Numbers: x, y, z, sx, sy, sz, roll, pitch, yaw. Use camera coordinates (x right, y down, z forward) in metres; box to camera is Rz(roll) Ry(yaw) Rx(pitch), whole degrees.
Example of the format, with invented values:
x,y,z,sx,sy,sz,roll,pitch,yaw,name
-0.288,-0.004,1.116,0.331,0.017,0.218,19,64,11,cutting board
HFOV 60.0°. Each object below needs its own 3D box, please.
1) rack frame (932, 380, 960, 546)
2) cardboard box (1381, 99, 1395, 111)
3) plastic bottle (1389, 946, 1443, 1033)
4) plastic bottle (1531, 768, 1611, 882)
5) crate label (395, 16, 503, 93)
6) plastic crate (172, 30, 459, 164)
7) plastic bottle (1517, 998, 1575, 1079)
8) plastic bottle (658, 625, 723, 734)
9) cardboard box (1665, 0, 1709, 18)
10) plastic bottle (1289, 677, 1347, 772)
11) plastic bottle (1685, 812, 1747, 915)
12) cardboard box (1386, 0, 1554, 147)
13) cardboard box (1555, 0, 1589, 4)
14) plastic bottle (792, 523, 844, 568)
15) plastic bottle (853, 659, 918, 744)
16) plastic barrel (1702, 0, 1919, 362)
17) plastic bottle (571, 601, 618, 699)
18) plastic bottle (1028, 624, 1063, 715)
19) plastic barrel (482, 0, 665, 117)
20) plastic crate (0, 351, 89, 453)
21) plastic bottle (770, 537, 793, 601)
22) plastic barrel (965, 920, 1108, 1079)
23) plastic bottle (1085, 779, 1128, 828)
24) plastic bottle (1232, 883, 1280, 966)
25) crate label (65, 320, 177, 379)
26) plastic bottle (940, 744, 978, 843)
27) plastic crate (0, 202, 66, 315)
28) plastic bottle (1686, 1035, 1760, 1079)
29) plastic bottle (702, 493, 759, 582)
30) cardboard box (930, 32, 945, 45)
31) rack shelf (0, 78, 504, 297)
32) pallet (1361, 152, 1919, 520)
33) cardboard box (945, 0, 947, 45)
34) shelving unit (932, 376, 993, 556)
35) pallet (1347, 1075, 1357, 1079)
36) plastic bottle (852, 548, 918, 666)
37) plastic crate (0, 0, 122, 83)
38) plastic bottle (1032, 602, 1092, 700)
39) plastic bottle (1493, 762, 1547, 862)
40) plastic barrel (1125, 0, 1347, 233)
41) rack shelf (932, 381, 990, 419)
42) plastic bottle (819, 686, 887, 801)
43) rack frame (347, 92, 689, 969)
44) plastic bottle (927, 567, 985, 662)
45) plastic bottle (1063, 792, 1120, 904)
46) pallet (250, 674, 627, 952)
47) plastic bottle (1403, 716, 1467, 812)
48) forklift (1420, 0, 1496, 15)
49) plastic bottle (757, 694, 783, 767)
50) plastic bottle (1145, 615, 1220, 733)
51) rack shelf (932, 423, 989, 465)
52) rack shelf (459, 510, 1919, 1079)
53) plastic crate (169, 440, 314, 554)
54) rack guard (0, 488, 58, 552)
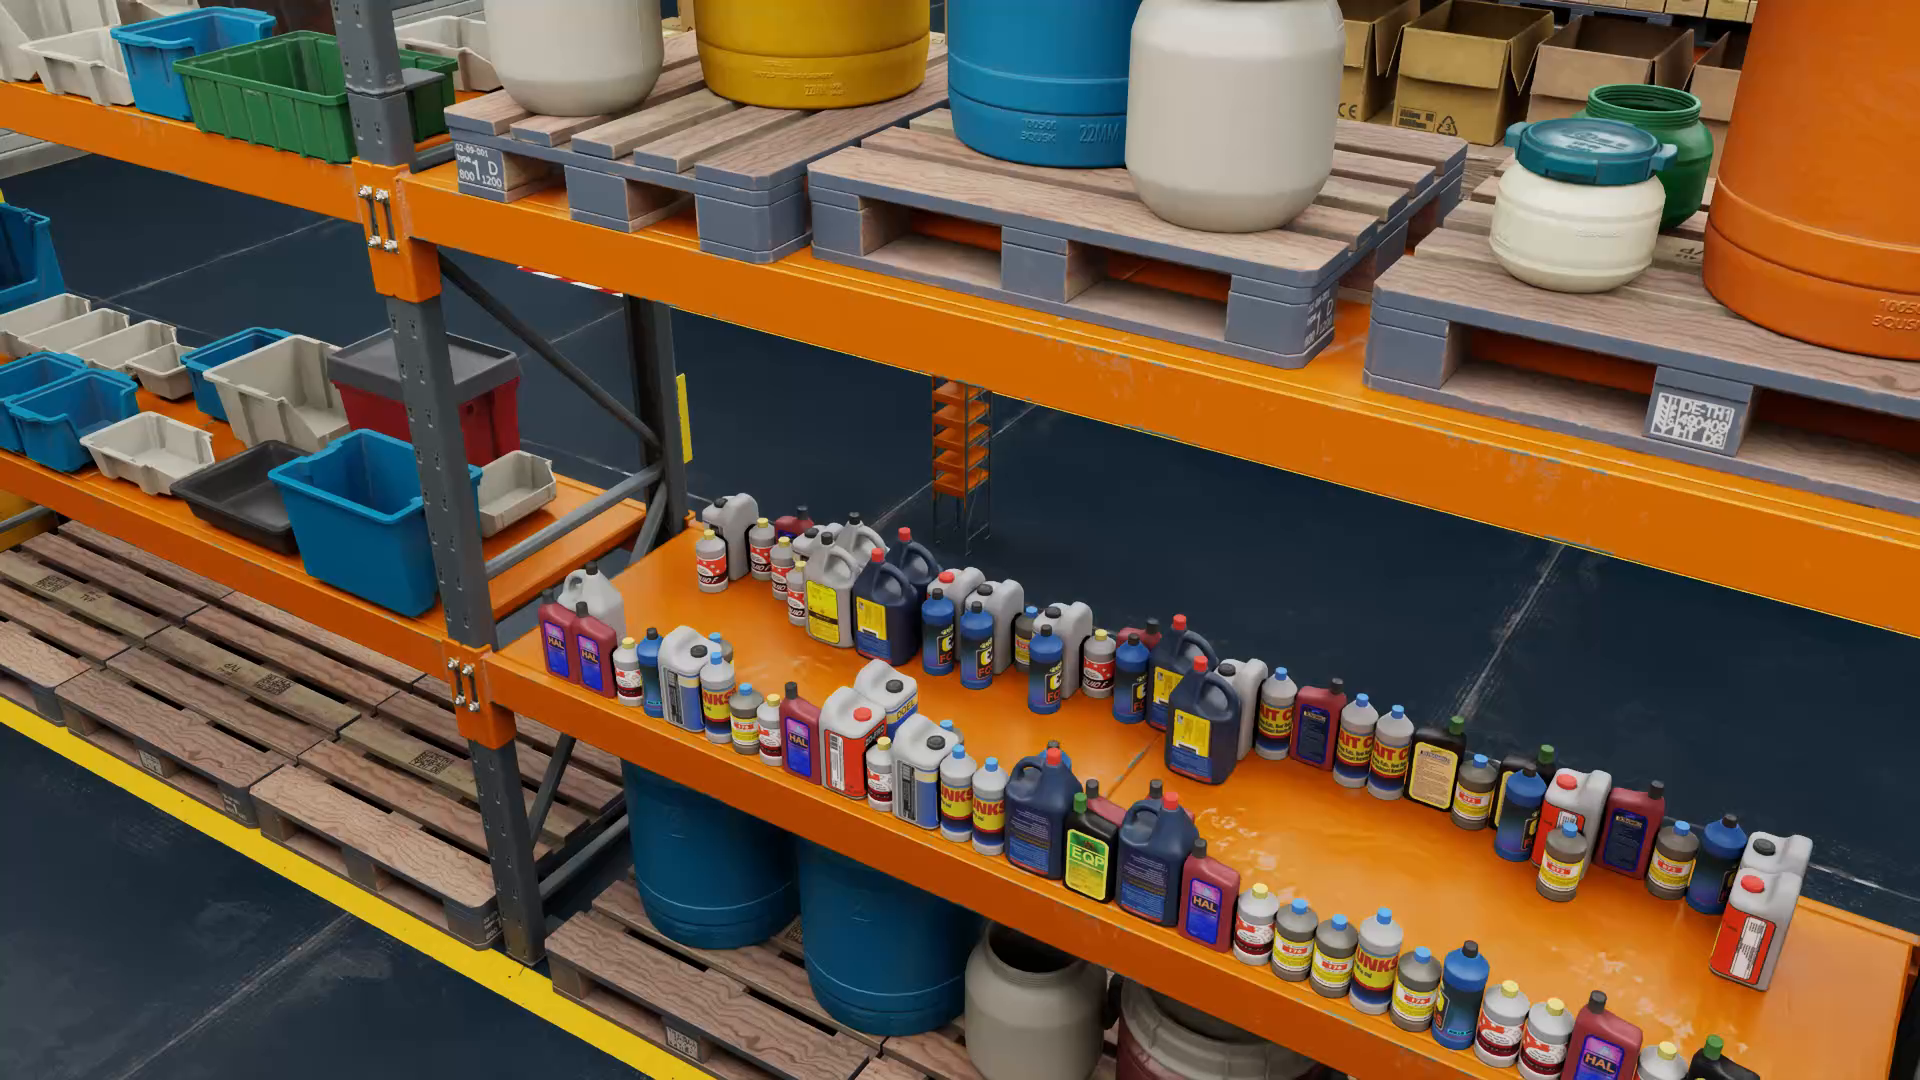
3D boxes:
x,y,z,sx,sy,sz,roll,pitch,yaw,name
-0.065,-0.539,7.983,0.006,1.200,0.240,18,35,27,rack frame
2.333,-2.062,8.709,0.500,0.500,0.500,19,35,29,cardboard box
1.031,1.003,3.751,0.097,0.201,0.097,0,30,0,plastic bottle
1.544,0.698,4.200,0.135,0.276,0.152,18,35,27,plastic bottle
-1.518,-1.485,5.104,0.466,0.136,0.293,18,35,27,crate label
-1.777,-1.238,4.628,0.662,0.188,0.450,18,35,27,plastic crate
1.278,1.081,3.617,0.097,0.201,0.097,0,30,0,plastic bottle
-0.758,0.389,4.730,0.135,0.276,0.152,18,35,27,plastic bottle
5.063,-3.748,11.530,0.250,0.149,0.380,16,34,25,cardboard box
0.982,0.490,4.549,0.133,0.283,0.061,18,35,27,plastic bottle
1.853,0.781,4.062,0.097,0.271,0.097,0,30,0,plastic bottle
2.497,-2.283,8.092,0.637,0.503,0.797,18,35,28,cardboard box
4.426,-3.952,11.880,0.250,0.149,0.380,18,35,28,cardboard box
-0.442,0.070,5.277,0.135,0.276,0.152,18,35,27,plastic bottle
-0.202,0.474,4.584,0.135,0.276,0.152,18,35,27,plastic bottle
1.652,-0.793,2.814,0.708,0.830,0.600,18,35,27,plastic barrel
-1.060,0.317,4.845,0.133,0.283,0.061,18,35,27,plastic bottle
0.245,0.363,4.778,0.097,0.271,0.097,0,30,0,plastic bottle
-0.945,-1.337,4.037,0.433,0.535,0.433,0,30,0,plastic barrel
-3.496,-0.515,6.263,0.300,0.233,0.416,18,35,27,plastic crate
-0.558,0.085,5.324,0.097,0.201,0.097,0,30,0,plastic bottle
0.225,1.376,4.967,0.421,0.512,0.421,0,30,0,plastic barrel
0.356,0.729,4.139,0.133,0.283,0.061,18,35,27,plastic bottle
0.701,0.899,3.930,0.097,0.201,0.097,0,30,0,plastic bottle
-3.371,-0.744,6.750,0.243,0.136,0.396,18,35,27,crate label
-0.003,0.646,4.294,0.097,0.271,0.097,0,30,0,plastic bottle
-4.262,-1.152,7.153,0.499,0.435,0.616,18,35,27,plastic crate
1.561,1.147,3.424,0.133,0.283,0.061,18,35,27,plastic bottle
-0.751,-0.028,5.444,0.135,0.276,0.152,18,35,27,plastic bottle
-0.156,-2.872,10.049,0.500,0.250,0.500,18,35,27,cardboard box
-2.951,-1.570,5.701,4.000,0.370,1.077,18,35,27,rack shelf
1.535,-0.438,3.235,1.213,0.211,1.003,18,35,27,pallet
0.250,-3.061,9.629,0.500,0.500,0.500,16,34,26,cardboard box
0.012,-0.514,7.941,0.189,1.200,0.258,18,35,27,shelving unit
1.441,2.033,4.555,1.213,0.211,1.003,18,35,27,pallet
-0.225,0.190,4.997,0.185,0.351,0.144,18,35,27,plastic bottle
-2.932,-1.640,5.225,0.530,0.282,0.437,18,35,27,plastic crate
0.296,0.303,4.877,0.135,0.276,0.152,18,35,27,plastic bottle
1.428,0.683,4.230,0.097,0.271,0.097,0,30,0,plastic bottle
0.549,-0.924,3.329,0.433,0.535,0.433,0,30,0,plastic barrel
0.012,-0.683,7.842,0.180,0.103,0.258,18,35,27,rack shelf
-0.283,0.539,4.472,0.135,0.276,0.152,18,35,27,plastic bottle
-1.257,-0.049,5.358,0.127,3.000,1.000,18,35,27,rack frame
-0.015,0.205,5.045,0.135,0.276,0.152,18,35,27,plastic bottle
0.324,0.755,4.095,0.133,0.283,0.061,18,35,27,plastic bottle
-1.901,0.975,6.369,1.213,0.211,1.003,18,35,27,pallet
1.260,0.578,4.399,0.133,0.283,0.061,18,35,27,plastic bottle
3.518,-3.064,10.593,3.031,2.935,1.130,12,32,19,forklift
-0.509,0.516,4.586,0.097,0.201,0.097,0,30,0,plastic bottle
0.628,0.374,4.681,0.185,0.351,0.144,18,35,27,plastic bottle
0.012,-0.476,7.963,0.180,0.103,0.258,18,35,27,rack shelf
0.437,0.797,4.620,4.000,0.370,1.077,18,35,27,rack shelf
-2.348,-0.141,5.729,0.590,0.125,0.437,18,35,27,plastic crate
-4.672,-0.042,7.826,0.348,0.500,1.175,18,35,27,rack guard
